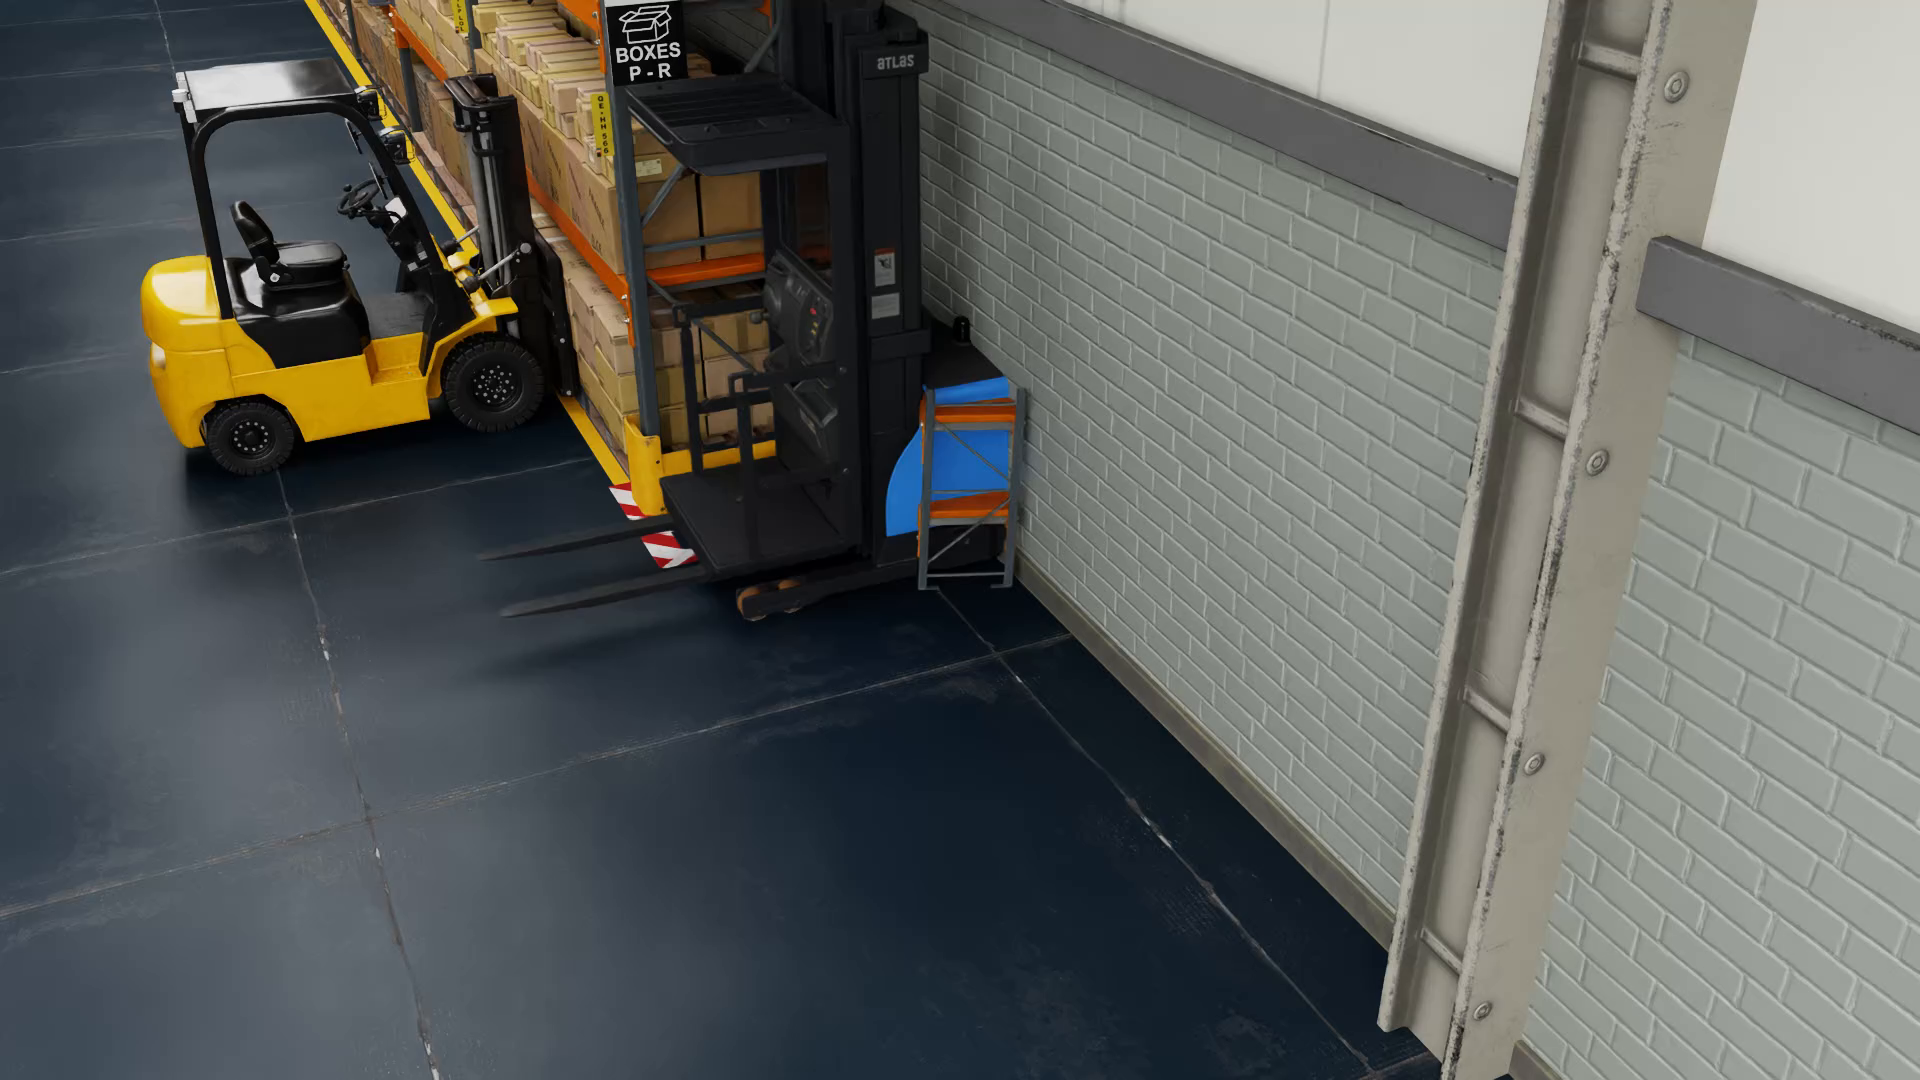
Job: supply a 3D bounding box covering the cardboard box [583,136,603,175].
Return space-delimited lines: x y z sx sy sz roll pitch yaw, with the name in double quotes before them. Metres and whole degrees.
"cardboard box" -1.881 -2.166 9.281 0.380 0.149 0.250 -13 32 -21

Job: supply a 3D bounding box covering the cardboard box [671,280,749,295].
"cardboard box" -1.596 -1.531 10.273 0.500 0.250 0.500 -13 32 -22

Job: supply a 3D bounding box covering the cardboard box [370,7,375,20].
"cardboard box" -6.068 -5.648 17.718 0.380 0.149 0.250 -13 32 -22

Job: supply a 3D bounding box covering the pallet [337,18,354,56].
"pallet" -6.788 -6.027 19.782 1.003 0.211 1.213 -13 32 -22

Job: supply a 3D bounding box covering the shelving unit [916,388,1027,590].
"shelving unit" -0.022 -0.487 8.941 0.538 1.125 1.048 -2 28 -9

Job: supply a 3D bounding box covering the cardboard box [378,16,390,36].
"cardboard box" -5.762 -5.305 17.107 0.380 0.149 0.250 -15 32 -24

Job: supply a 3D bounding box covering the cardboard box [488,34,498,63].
"cardboard box" -3.048 -3.422 11.521 0.380 0.149 0.250 -12 32 -21

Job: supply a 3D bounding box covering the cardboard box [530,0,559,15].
"cardboard box" -3.017 -3.933 12.431 0.380 0.149 0.250 -14 32 -23

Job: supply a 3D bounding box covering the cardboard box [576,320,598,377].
"cardboard box" -2.039 -1.214 10.219 0.500 0.250 0.500 -13 32 -22

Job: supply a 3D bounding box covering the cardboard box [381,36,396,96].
"cardboard box" -5.585 -4.861 16.979 0.500 0.500 0.500 -12 31 -20

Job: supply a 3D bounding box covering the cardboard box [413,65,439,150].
"cardboard box" -4.521 -4.042 15.390 0.875 0.625 0.625 -12 31 -20

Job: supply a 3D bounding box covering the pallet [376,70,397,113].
"pallet" -5.583 -4.832 17.652 1.003 0.211 1.213 -13 32 -22

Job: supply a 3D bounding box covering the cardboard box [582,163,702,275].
"cardboard box" -1.791 -1.845 9.371 0.500 0.500 0.500 -14 32 -23

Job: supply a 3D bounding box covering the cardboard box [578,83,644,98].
"cardboard box" -1.997 -2.547 9.656 0.380 0.149 0.250 -13 32 -22

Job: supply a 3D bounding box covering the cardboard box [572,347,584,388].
"cardboard box" -2.241 -1.208 10.720 0.500 0.250 0.500 -13 32 -21

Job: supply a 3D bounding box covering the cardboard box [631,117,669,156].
"cardboard box" -1.687 -2.209 9.053 0.380 0.149 0.250 -13 32 -22

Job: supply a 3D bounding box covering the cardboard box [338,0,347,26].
"cardboard box" -7.152 -6.272 19.735 0.396 0.266 0.258 -12 31 -20

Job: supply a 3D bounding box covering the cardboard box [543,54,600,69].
"cardboard box" -2.350 -2.885 10.259 0.380 0.149 0.250 -13 32 -21

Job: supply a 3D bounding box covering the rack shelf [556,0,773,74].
"rack shelf" -2.201 -3.517 10.124 1.077 0.370 4.000 -13 32 -22

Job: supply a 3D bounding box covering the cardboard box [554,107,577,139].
"cardboard box" -2.190 -2.514 9.901 0.380 0.149 0.250 -14 32 -24

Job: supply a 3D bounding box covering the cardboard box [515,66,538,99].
"cardboard box" -2.637 -2.965 10.705 0.380 0.149 0.250 -14 32 -24

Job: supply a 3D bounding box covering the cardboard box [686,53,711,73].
"cardboard box" -1.754 -2.885 10.258 0.380 0.149 0.250 -14 32 -23

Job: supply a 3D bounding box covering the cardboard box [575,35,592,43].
"cardboard box" -2.445 -3.422 11.521 0.380 0.149 0.250 -12 32 -21

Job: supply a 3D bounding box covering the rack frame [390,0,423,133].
"rack frame" -4.777 -5.173 15.408 1.000 3.000 0.127 -13 32 -22

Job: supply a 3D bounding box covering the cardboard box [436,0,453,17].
"cardboard box" -3.824 -4.154 12.826 0.380 0.149 0.250 -14 32 -24

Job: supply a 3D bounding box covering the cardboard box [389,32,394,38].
"cardboard box" -5.436 -4.953 16.480 0.380 0.149 0.250 -14 32 -24

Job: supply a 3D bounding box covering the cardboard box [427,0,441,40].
"cardboard box" -3.943 -4.174 13.270 0.500 0.250 0.500 -12 32 -21

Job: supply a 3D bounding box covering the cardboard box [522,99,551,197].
"cardboard box" -2.451 -2.522 10.578 0.500 0.500 0.500 -13 32 -22

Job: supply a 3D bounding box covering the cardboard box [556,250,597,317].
"cardboard box" -2.272 -1.642 10.471 0.500 0.250 0.500 -13 32 -21

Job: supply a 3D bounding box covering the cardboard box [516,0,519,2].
"cardboard box" -3.319 -4.281 13.052 0.380 0.149 0.250 -13 32 -22

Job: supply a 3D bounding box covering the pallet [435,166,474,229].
"pallet" -3.939 -3.046 14.467 1.003 0.211 1.213 -13 32 -22

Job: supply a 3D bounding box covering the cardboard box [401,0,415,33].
"cardboard box" -4.596 -4.637 14.605 0.500 0.250 0.500 -14 32 -23

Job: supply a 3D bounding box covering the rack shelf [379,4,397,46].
"rack shelf" -5.635 -5.742 17.159 1.077 0.370 4.000 -13 32 -22

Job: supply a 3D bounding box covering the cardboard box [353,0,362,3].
"cardboard box" -6.580 -6.101 18.527 0.380 0.149 0.250 -12 31 -20

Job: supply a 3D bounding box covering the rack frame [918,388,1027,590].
"rack frame" 0.055 -0.247 8.499 0.500 1.125 0.032 -2 28 -9

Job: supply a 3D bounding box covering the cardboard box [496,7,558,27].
"cardboard box" -2.981 -3.566 11.473 0.380 0.149 0.250 -13 32 -21

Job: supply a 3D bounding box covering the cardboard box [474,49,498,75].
"cardboard box" -3.105 -3.199 11.785 0.500 0.500 0.500 -14 32 -23

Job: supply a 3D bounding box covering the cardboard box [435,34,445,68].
"cardboard box" -3.919 -3.955 13.389 0.500 0.250 0.500 -13 32 -22

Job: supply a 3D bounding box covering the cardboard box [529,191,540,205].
"cardboard box" -2.925 -2.318 11.677 0.500 0.250 0.500 -13 32 -22

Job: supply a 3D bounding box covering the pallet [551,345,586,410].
"pallet" -2.228 -1.290 11.334 1.003 0.211 1.213 -13 32 -22

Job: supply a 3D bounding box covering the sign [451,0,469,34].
"sign" -3.546 -3.758 11.782 0.100 0.325 0.005 -13 32 -22

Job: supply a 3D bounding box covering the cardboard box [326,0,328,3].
"cardboard box" -7.702 -7.124 21.013 0.700 0.500 0.500 -12 31 -20

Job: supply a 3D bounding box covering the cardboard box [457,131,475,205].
"cardboard box" -3.620 -3.126 13.756 0.875 0.625 0.625 -13 32 -22

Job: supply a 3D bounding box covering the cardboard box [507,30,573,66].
"cardboard box" -2.726 -3.207 10.833 0.380 0.149 0.250 -14 32 -23

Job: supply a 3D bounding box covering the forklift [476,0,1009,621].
"forklift" -1.000 -1.160 8.322 3.031 2.935 1.130 -12 32 -21

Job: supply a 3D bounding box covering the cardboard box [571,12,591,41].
"cardboard box" -2.454 -3.551 11.446 0.380 0.149 0.250 -13 32 -22

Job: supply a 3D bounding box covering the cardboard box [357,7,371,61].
"cardboard box" -6.252 -5.539 18.187 0.500 0.500 0.500 -14 32 -23

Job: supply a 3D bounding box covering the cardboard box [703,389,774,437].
"cardboard box" -1.377 -0.881 10.136 0.500 0.250 0.500 -13 32 -22
